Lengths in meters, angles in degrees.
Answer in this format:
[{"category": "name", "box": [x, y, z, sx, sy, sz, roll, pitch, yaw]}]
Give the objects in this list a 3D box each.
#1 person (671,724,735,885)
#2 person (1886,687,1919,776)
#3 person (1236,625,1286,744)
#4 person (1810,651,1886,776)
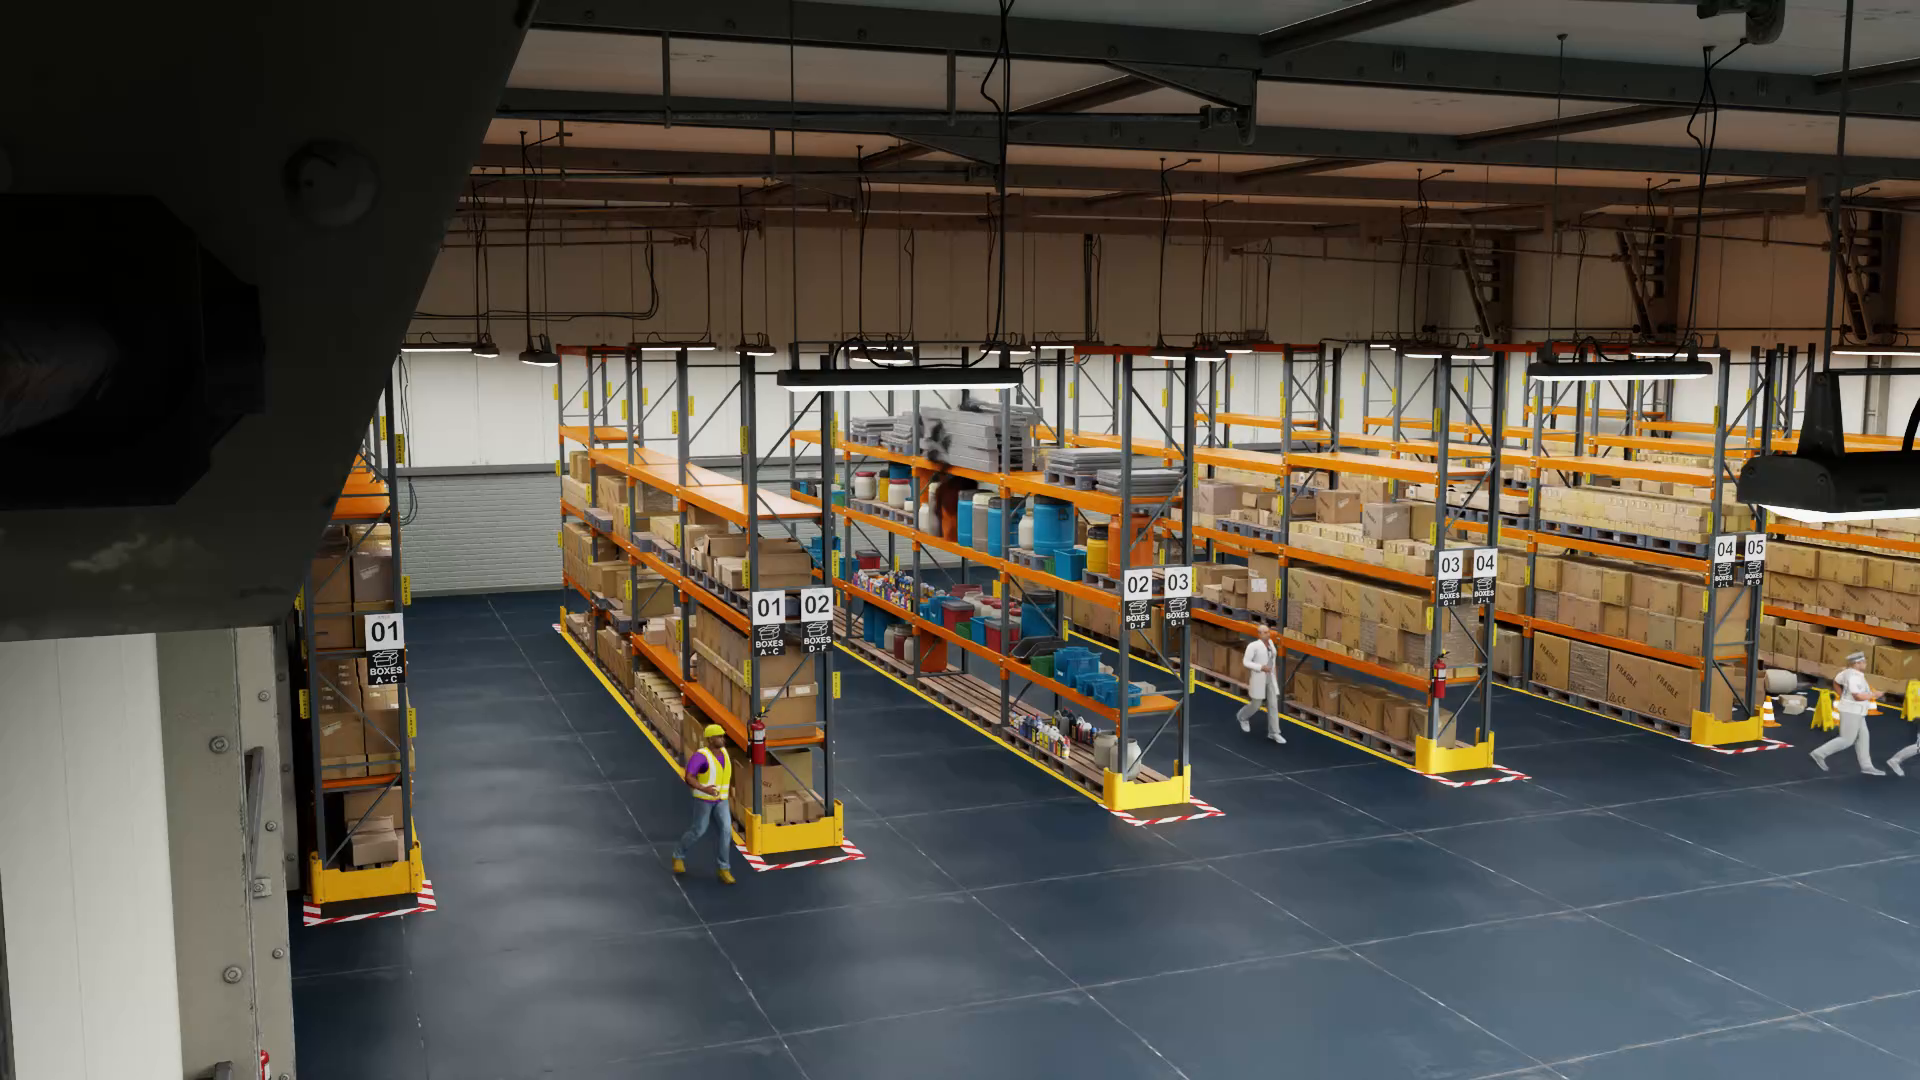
[{"category": "person", "box": [-2.854, 3.018, 19.275, 0.915, 1.766, 0.758, 6, 9, 40]}, {"category": "person", "box": [13.541, 2.543, 23.271, 0.926, 1.727, 0.620, 4, 9, 31]}, {"category": "person", "box": [4.646, 2.183, 25.625, 0.704, 1.772, 1.070, -4, 8, -27]}, {"category": "person", "box": [12.626, 2.443, 23.560, 0.979, 1.755, 0.669, 3, 8, 25]}]
